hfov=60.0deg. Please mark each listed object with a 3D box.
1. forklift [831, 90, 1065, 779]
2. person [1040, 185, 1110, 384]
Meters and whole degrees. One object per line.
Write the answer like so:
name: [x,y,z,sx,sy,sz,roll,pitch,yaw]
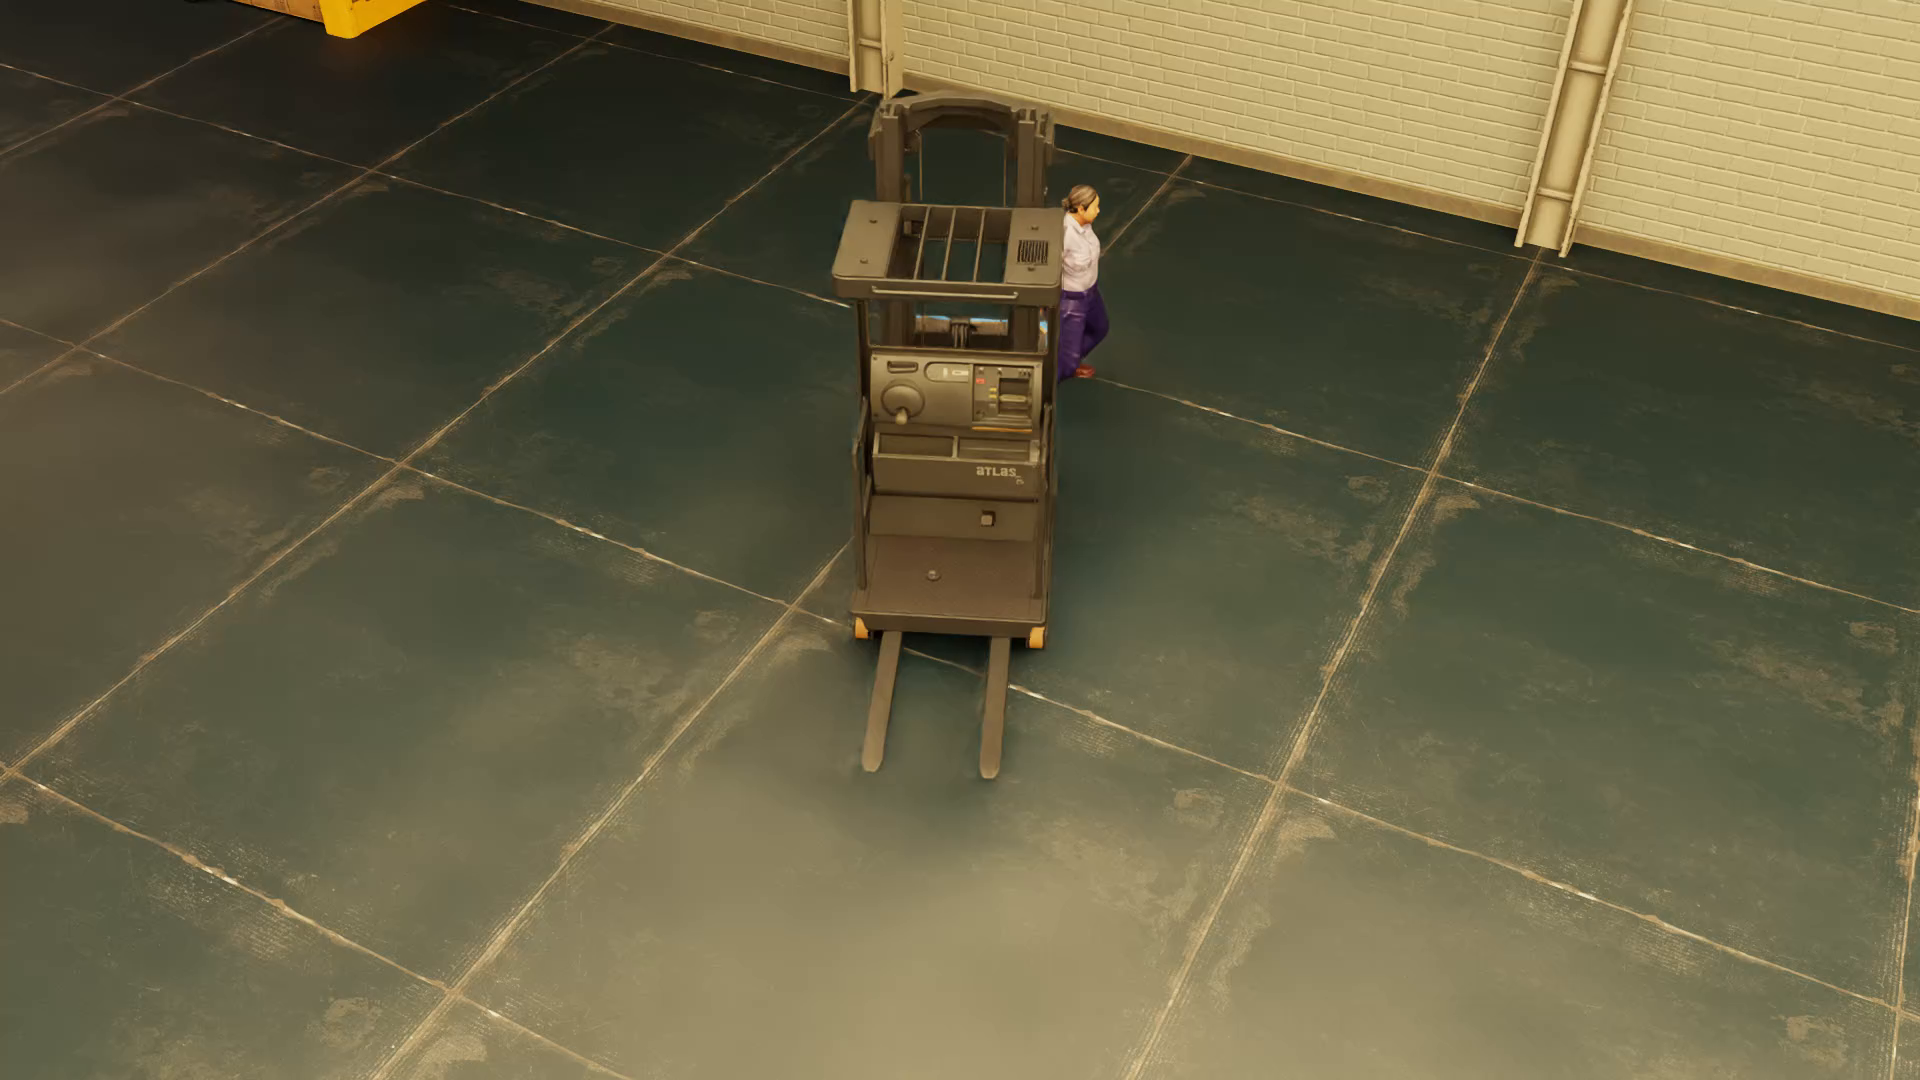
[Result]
forklift: [-0.036,-0.725,8.847,1.130,2.935,3.031,3,40,4]
person: [0.667,-1.583,10.936,0.465,1.589,0.818,20,44,22]
